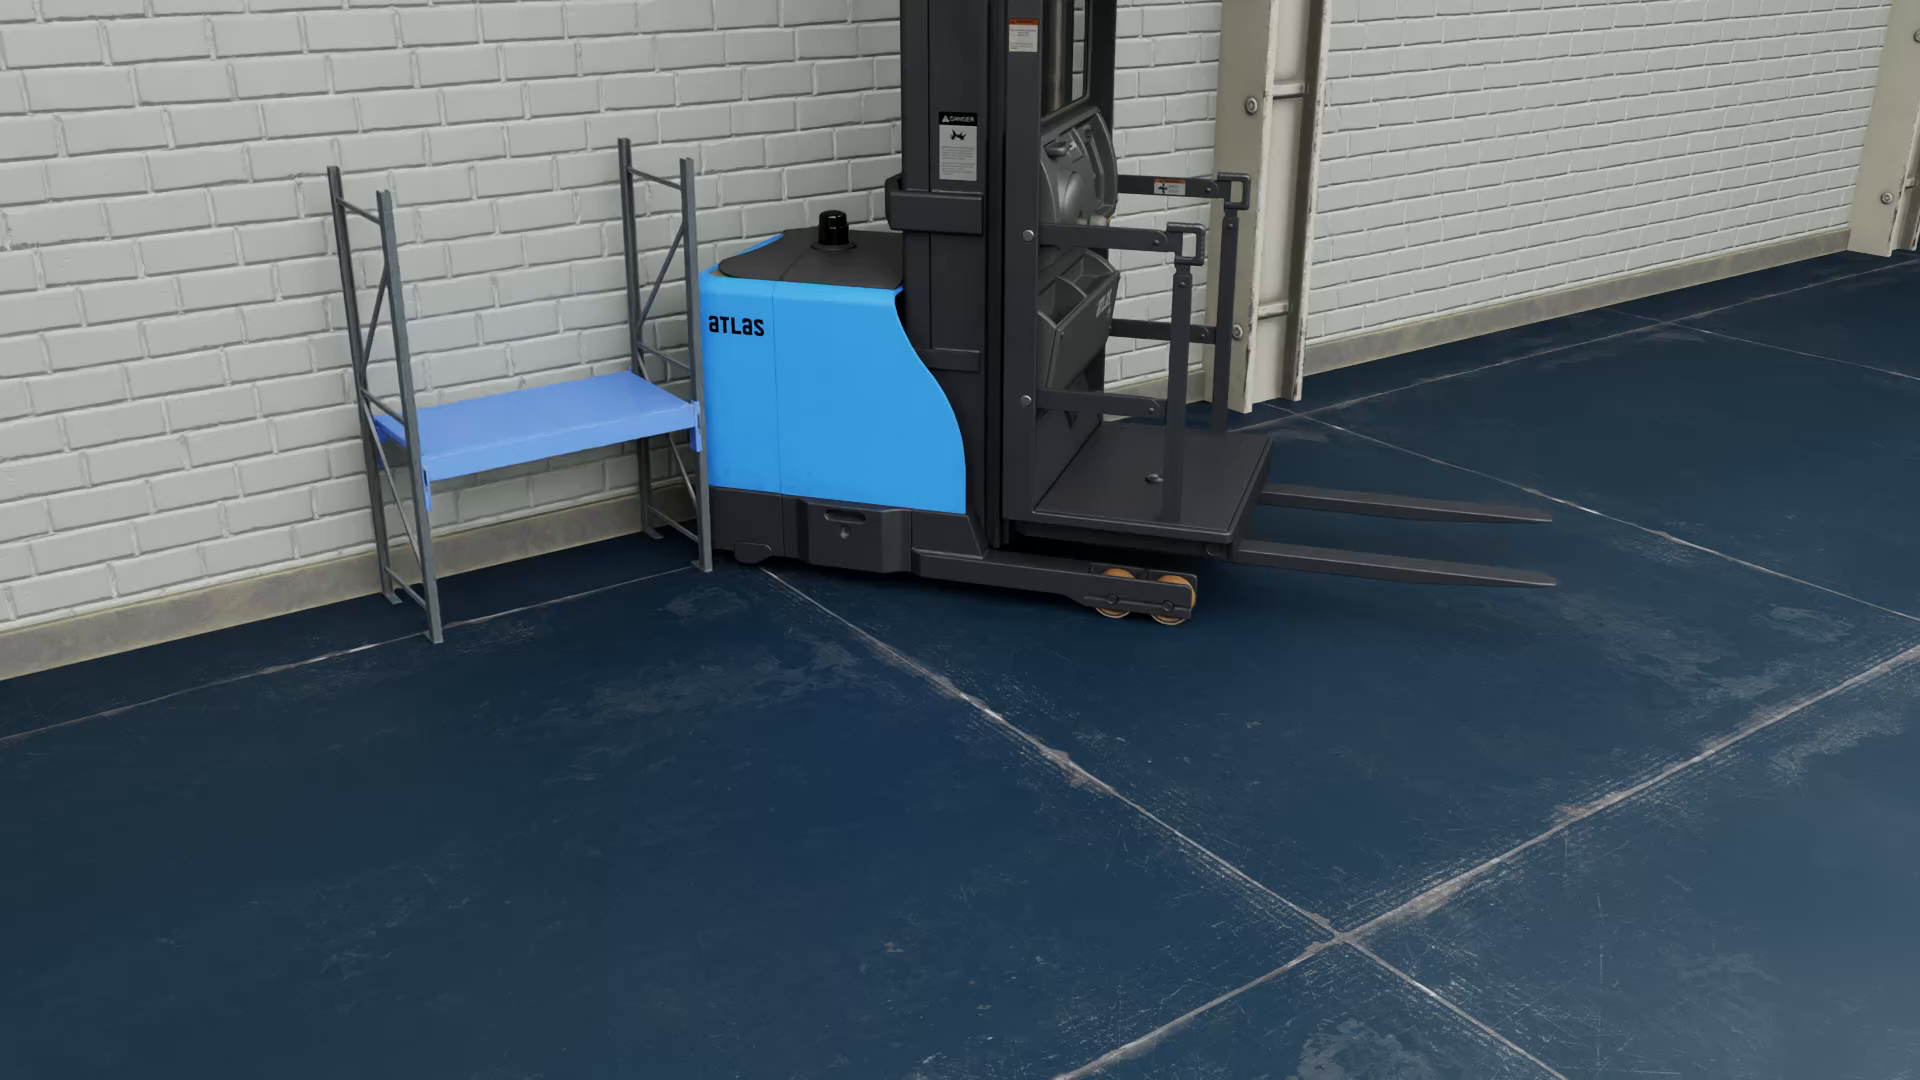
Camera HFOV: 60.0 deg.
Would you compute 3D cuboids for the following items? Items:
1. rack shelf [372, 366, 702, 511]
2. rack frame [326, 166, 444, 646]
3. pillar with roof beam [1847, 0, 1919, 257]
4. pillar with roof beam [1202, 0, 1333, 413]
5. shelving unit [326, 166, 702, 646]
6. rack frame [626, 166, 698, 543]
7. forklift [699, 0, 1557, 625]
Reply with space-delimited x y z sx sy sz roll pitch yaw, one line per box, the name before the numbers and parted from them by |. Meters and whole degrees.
rack shelf | -1.467 -0.371 5.771 1.000 0.185 0.538 -16 28 -34
rack frame | -1.869 -0.423 5.416 0.032 1.500 0.500 -16 28 -34
pillar with roof beam | 8.805 -4.874 6.468 0.400 9.000 9.100 -15 26 -33
pillar with roof beam | 3.934 -3.575 3.213 0.400 9.000 9.100 -15 26 -33
shelving unit | -1.468 -0.536 5.698 1.039 1.500 0.538 -16 28 -34
rack frame | -1.060 -0.651 5.987 0.013 1.308 0.475 -16 28 -34
forklift | 0.601 -1.292 5.679 3.031 2.935 1.130 7 23 16
